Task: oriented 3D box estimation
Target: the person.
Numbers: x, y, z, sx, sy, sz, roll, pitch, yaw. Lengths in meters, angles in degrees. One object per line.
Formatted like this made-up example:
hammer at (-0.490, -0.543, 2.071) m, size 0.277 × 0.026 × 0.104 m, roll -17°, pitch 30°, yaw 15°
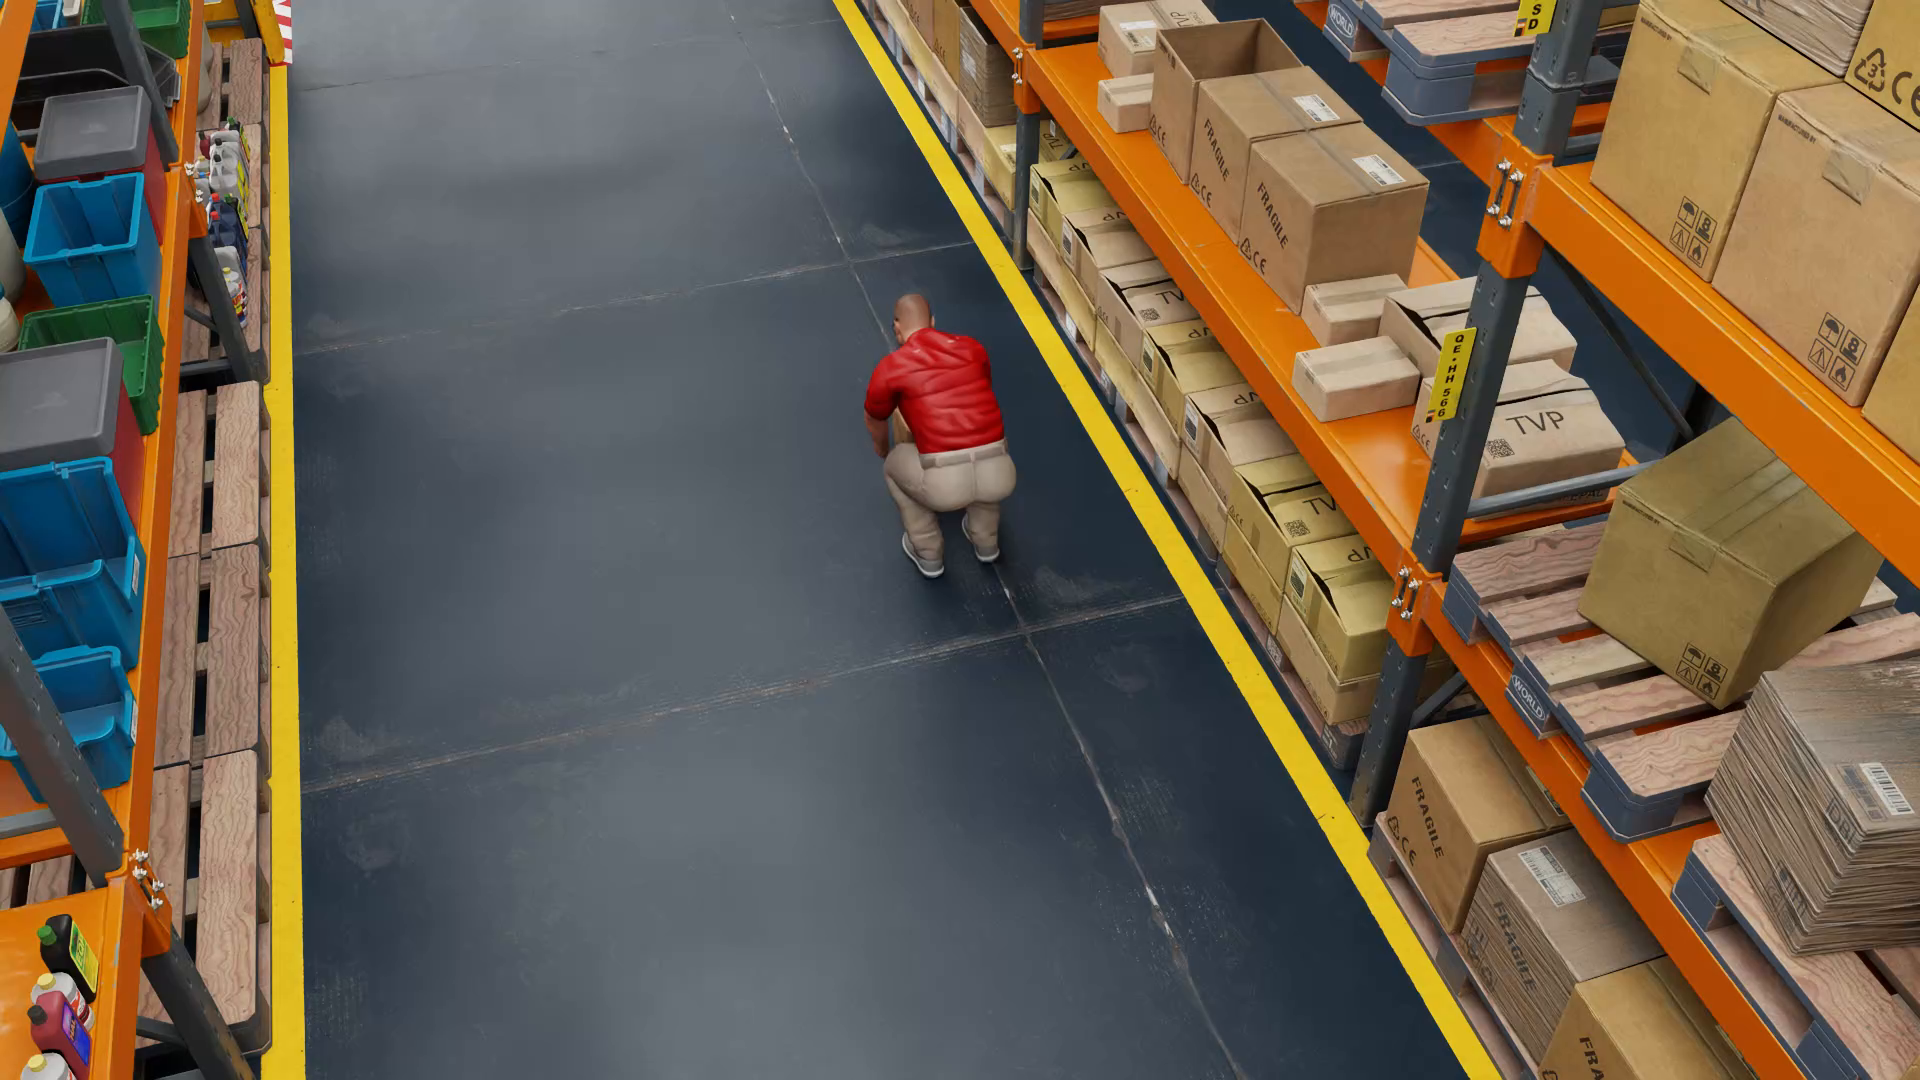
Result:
person at (-0.088, -0.410, 7.097) m, size 0.569 × 1.106 × 0.831 m, roll -11°, pitch 43°, yaw -12°
